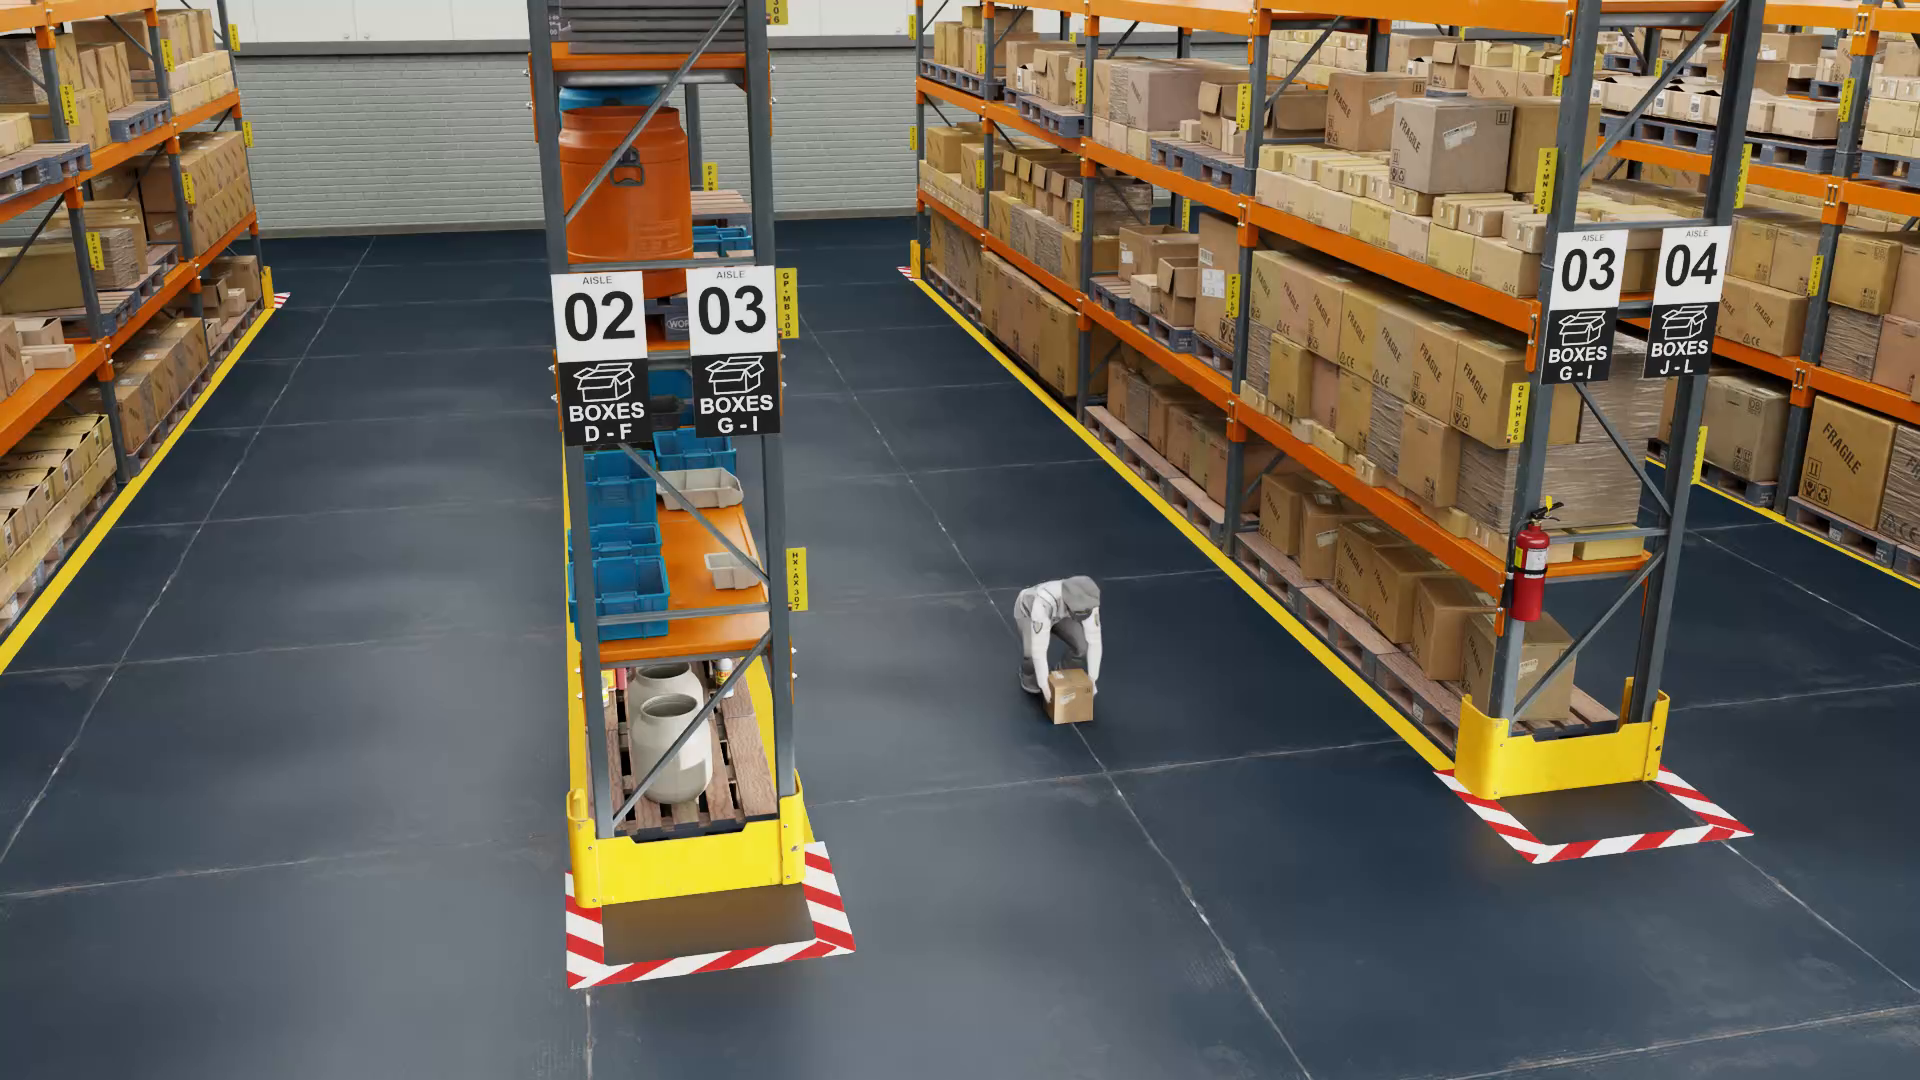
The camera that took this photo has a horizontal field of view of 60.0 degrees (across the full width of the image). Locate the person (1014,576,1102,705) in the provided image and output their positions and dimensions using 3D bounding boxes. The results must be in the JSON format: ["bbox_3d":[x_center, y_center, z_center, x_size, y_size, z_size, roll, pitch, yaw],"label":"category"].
[{"bbox_3d":[0.628,0.570,10.629,0.486,0.899,0.856,-5,20,-12],"label":"person"}]
